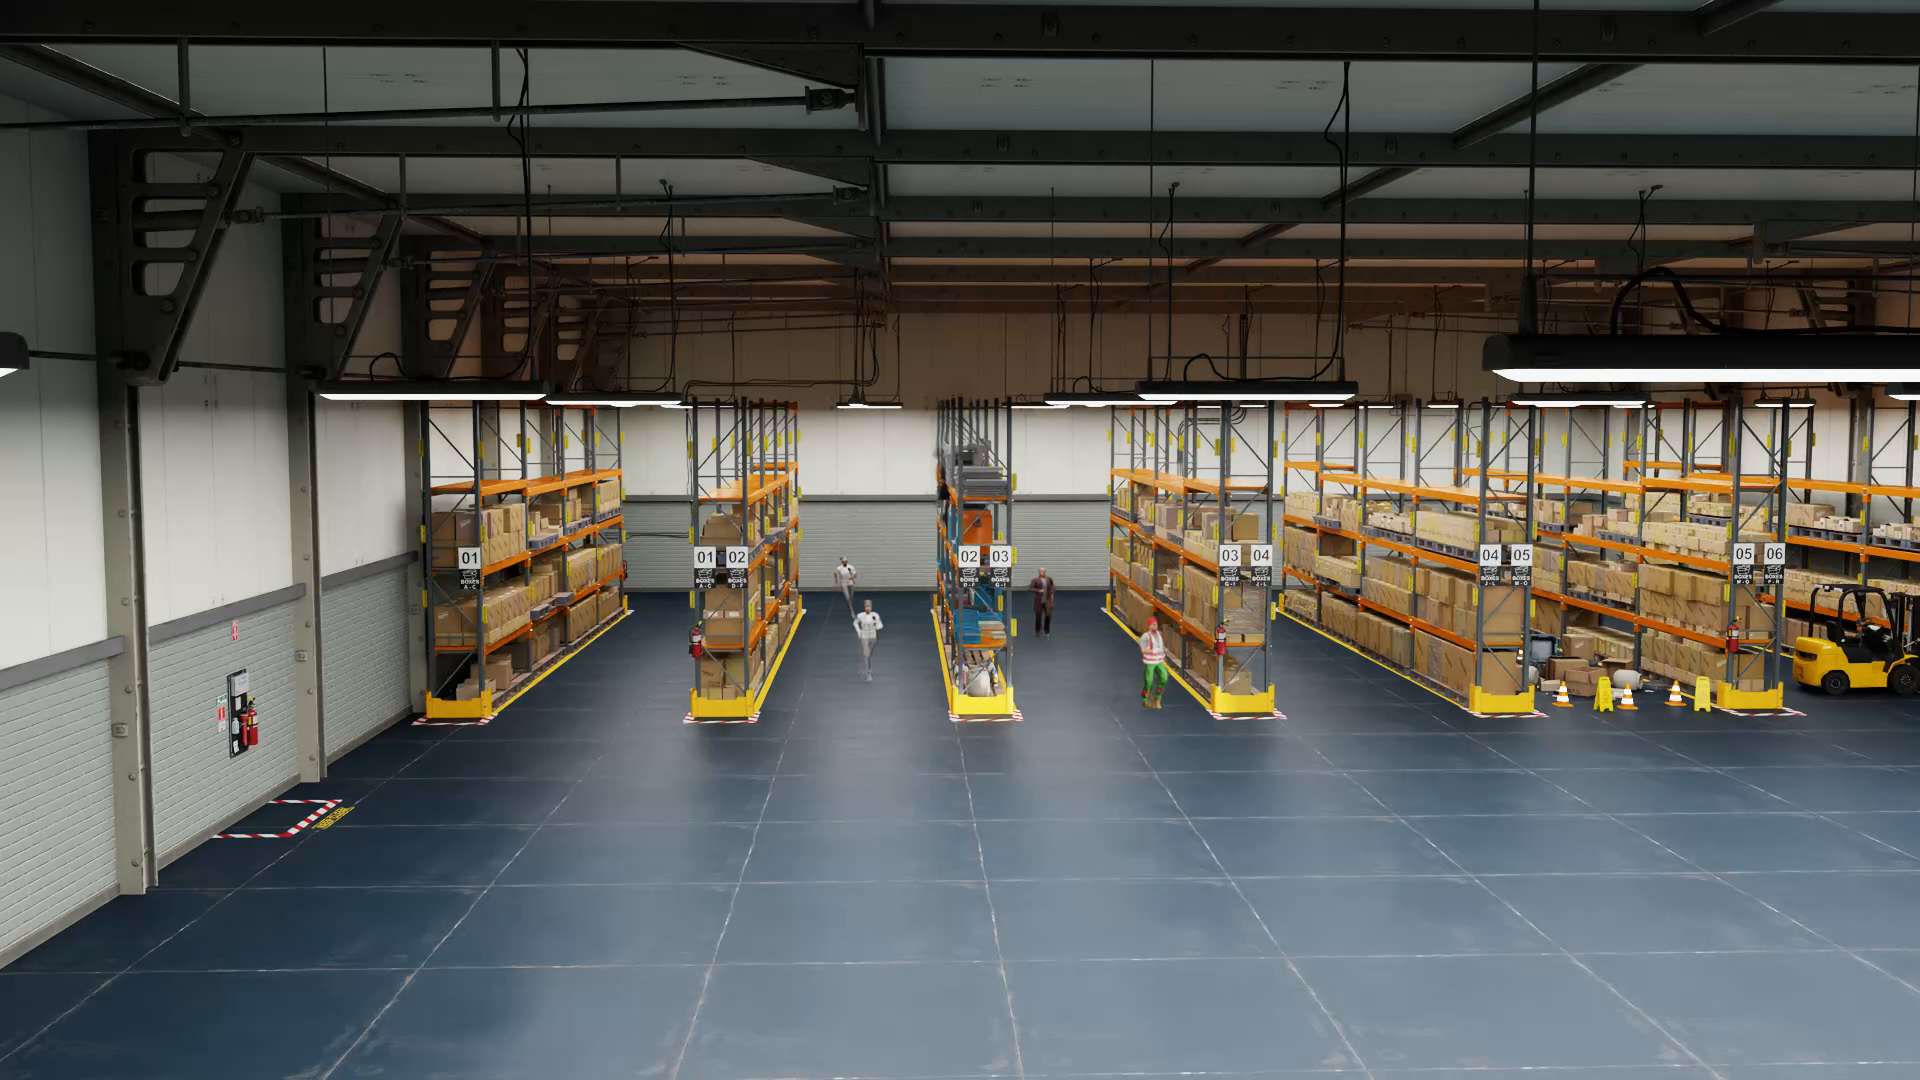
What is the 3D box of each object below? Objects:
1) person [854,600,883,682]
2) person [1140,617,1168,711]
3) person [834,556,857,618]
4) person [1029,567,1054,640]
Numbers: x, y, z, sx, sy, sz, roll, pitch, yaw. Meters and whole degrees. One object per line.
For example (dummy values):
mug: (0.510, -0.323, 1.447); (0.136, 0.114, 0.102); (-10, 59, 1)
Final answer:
person: (-1.943, 2.131, 35.569); (0.592, 1.730, 0.858); (-1, 5, -17)
person: (3.718, 2.381, 31.810); (0.663, 1.820, 0.725); (-2, 5, -27)
person: (-3.181, 1.292, 46.544); (0.613, 1.706, 0.886); (-1, 5, -15)
person: (2.070, 1.605, 41.922); (0.708, 1.856, 0.840); (-1, 4, -10)
